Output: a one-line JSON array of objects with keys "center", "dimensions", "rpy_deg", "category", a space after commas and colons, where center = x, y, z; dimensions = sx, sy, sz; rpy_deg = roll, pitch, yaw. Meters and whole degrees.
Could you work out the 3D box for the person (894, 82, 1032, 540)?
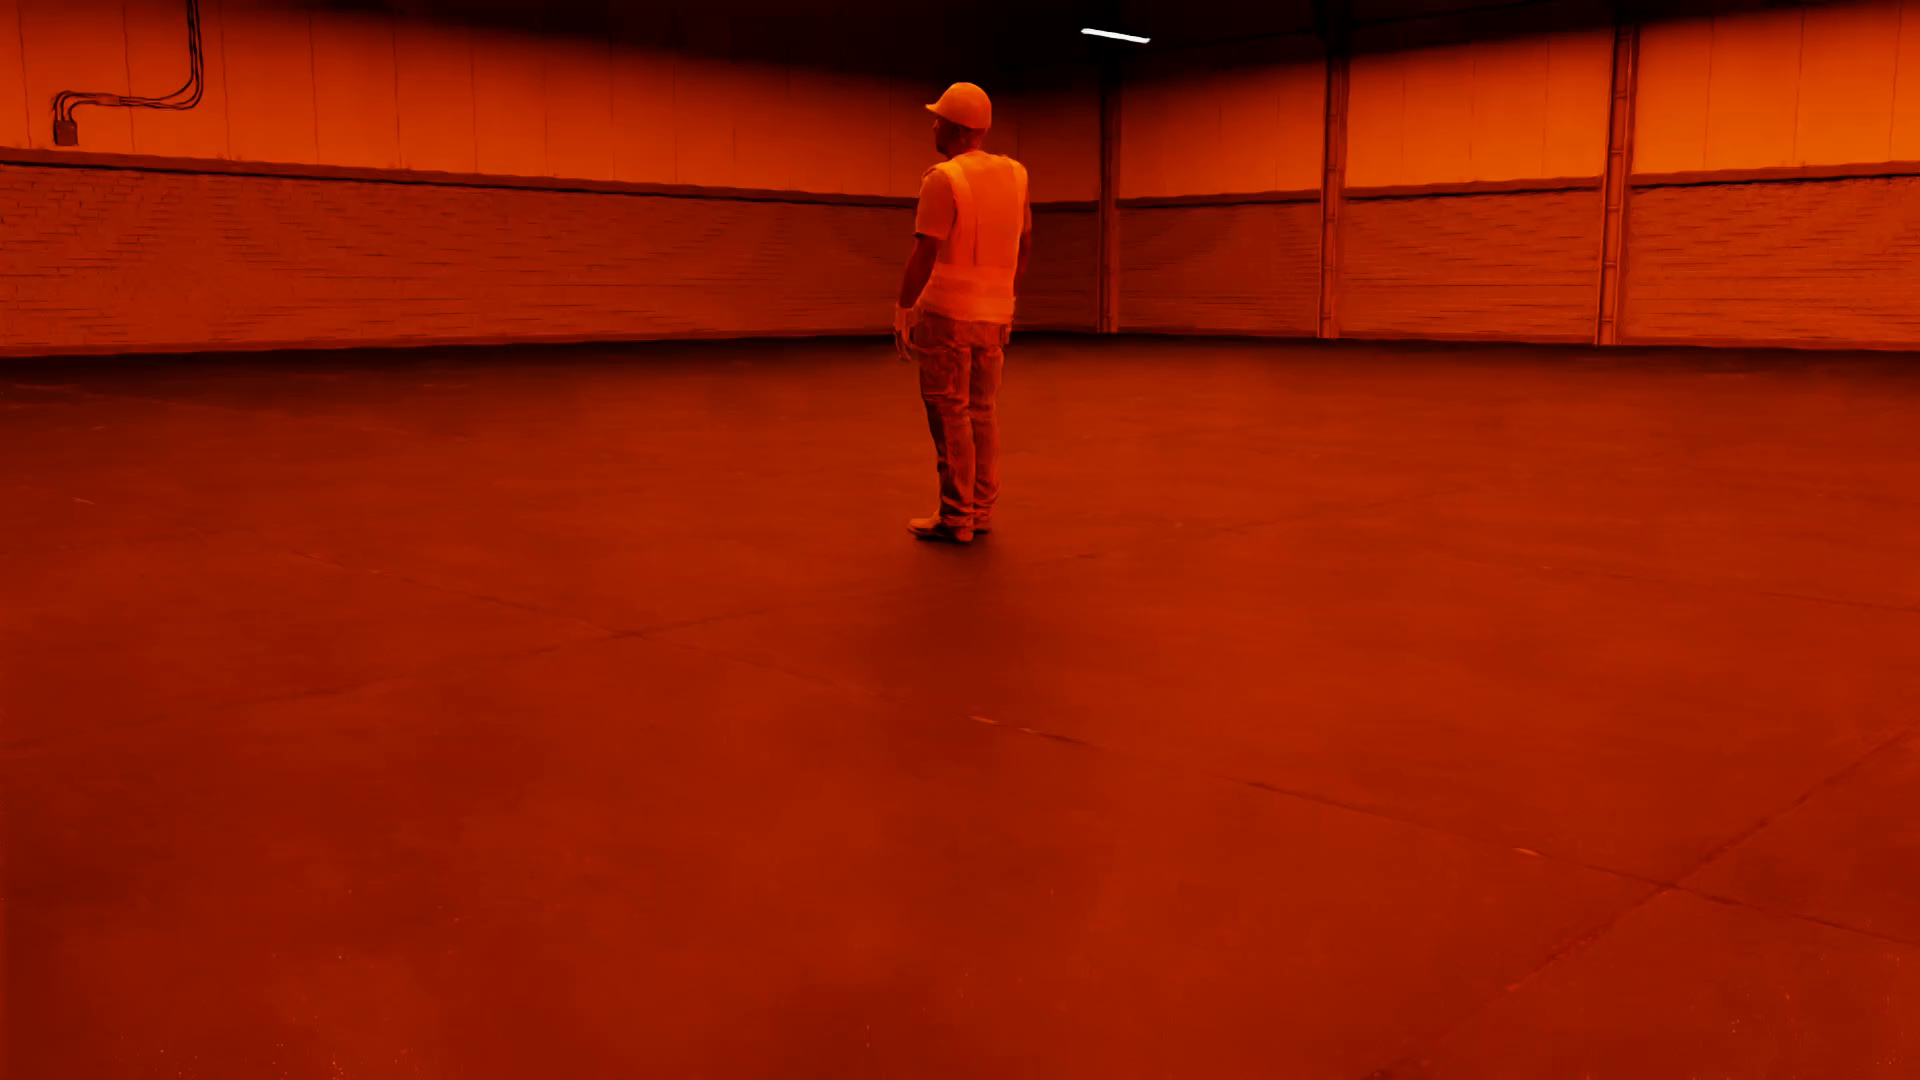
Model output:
[{"center": [-0.046, -0.897, 6.639], "dimensions": [0.576, 1.782, 0.655], "rpy_deg": [8, 12, 43], "category": "person"}]
